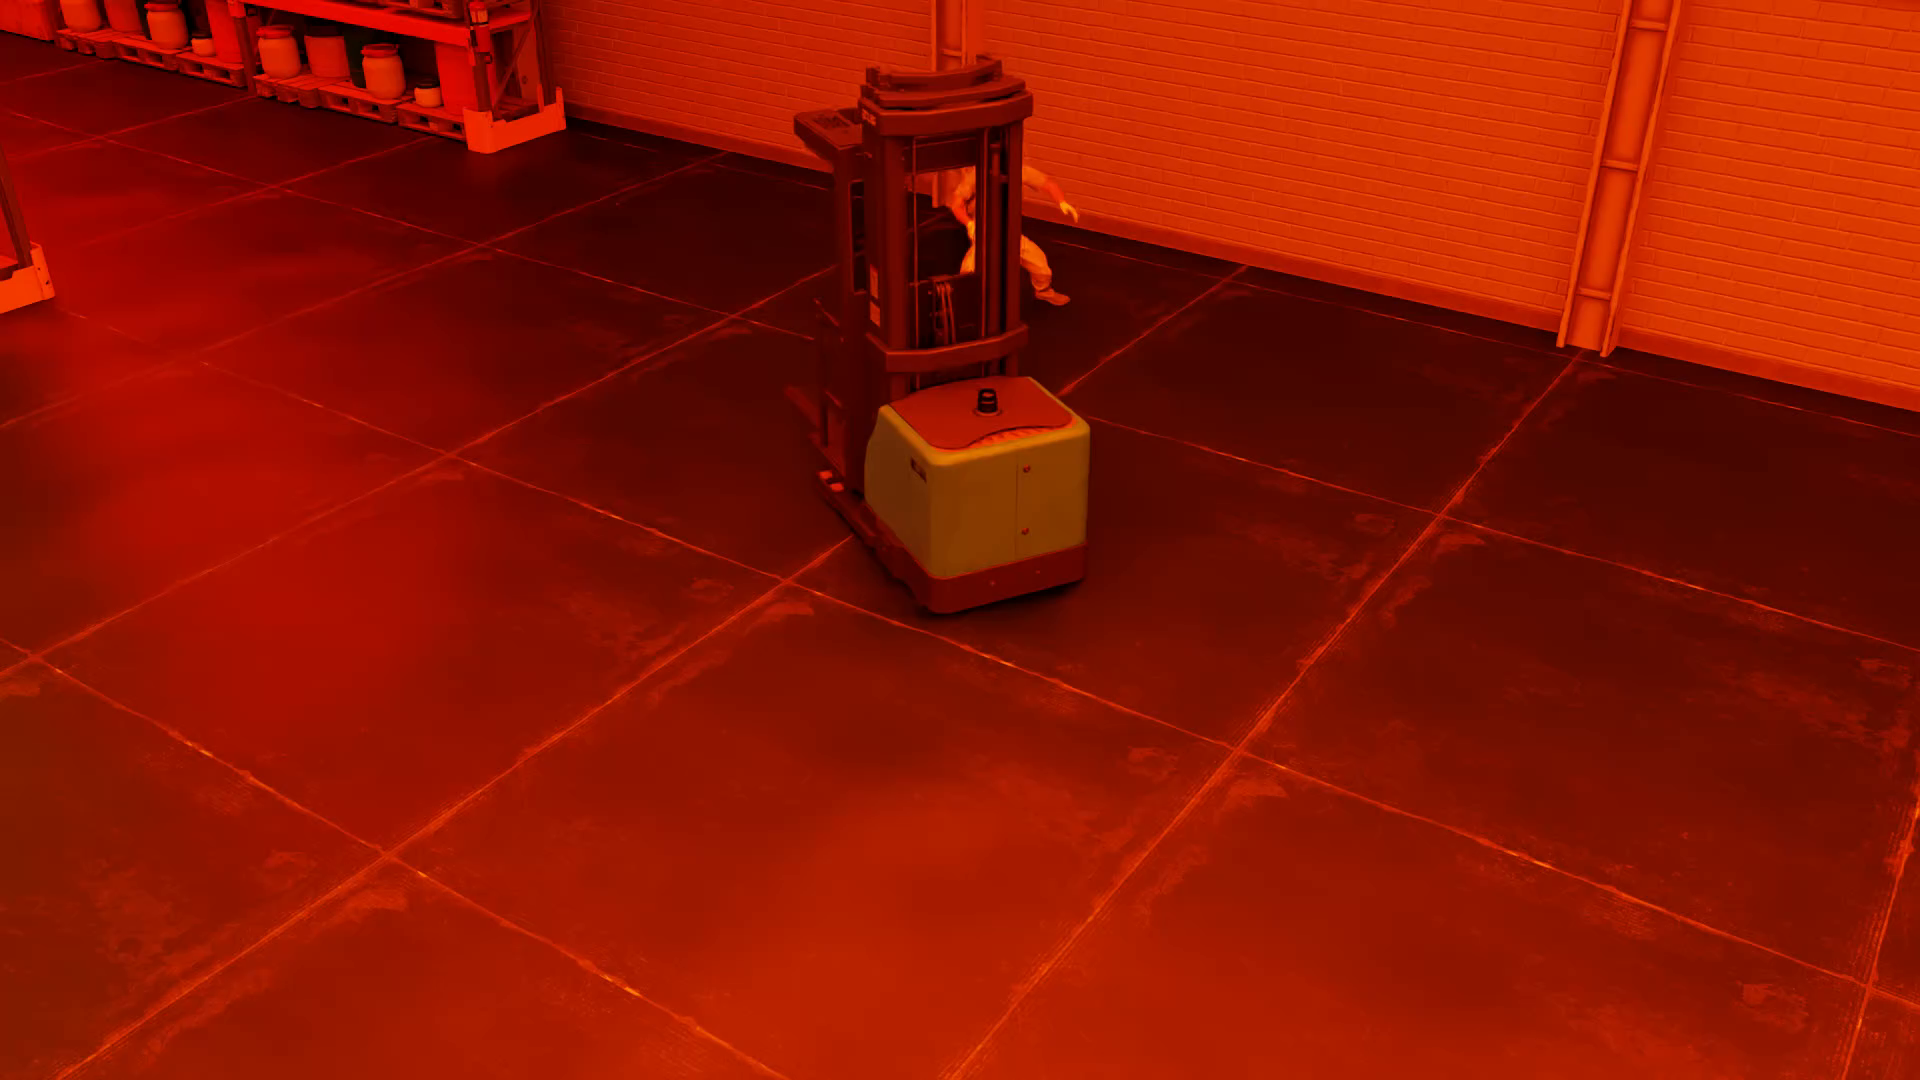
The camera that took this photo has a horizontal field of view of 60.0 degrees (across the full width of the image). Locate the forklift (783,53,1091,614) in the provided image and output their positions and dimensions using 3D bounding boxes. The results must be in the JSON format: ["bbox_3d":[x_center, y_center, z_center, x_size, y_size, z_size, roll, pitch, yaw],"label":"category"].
[{"bbox_3d":[-0.322,-1.559,10.266,1.130,2.935,3.031,-13,33,-22],"label":"forklift"}]

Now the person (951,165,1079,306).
[{"bbox_3d":[0.405,-2.398,13.053,1.267,1.572,0.945,-9,31,-14],"label":"person"}]
